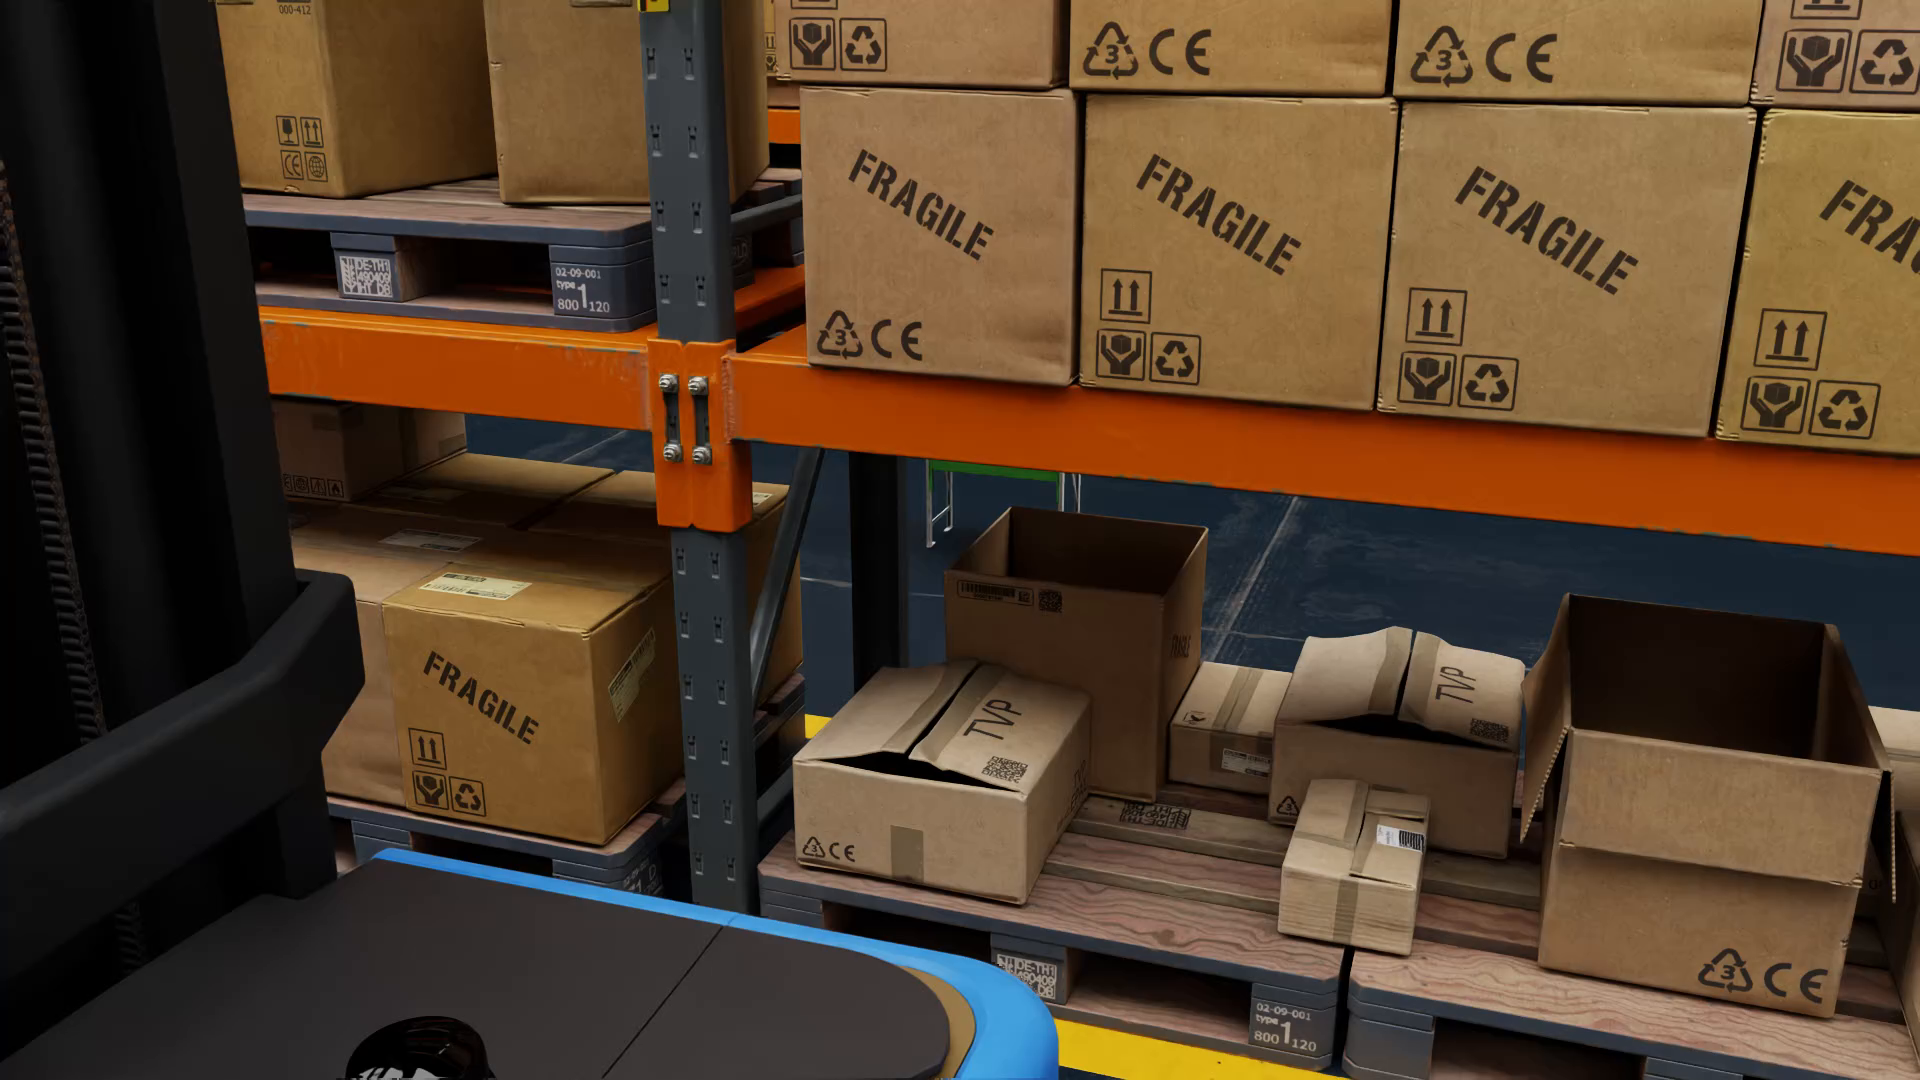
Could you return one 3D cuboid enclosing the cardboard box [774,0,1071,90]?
[{"bbox_3d":[0.001,-1.076,2.934,0.500,0.500,0.500,7,20,19],"label":"cardboard box"}]

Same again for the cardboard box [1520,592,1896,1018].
[{"bbox_3d":[1.425,0.478,3.273,0.637,0.503,0.797,7,20,18],"label":"cardboard box"}]

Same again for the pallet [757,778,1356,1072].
[{"bbox_3d":[0.297,0.697,3.757,1.213,0.211,1.003,7,20,18],"label":"pallet"}]

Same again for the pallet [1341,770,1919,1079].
[{"bbox_3d":[1.453,0.828,3.381,1.213,0.211,1.003,7,20,18],"label":"pallet"}]

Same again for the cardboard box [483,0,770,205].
[{"bbox_3d":[-0.726,-1.061,3.773,0.500,0.500,0.700,0,19,0],"label":"cardboard box"}]

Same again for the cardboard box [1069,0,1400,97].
[{"bbox_3d":[0.489,-1.020,2.774,0.500,0.500,0.500,6,20,16],"label":"cardboard box"}]

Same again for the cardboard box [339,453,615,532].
[{"bbox_3d":[-1.236,0.096,4.373,0.500,0.500,0.500,7,20,19],"label":"cardboard box"}]

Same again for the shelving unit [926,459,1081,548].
[{"bbox_3d":[0.156,-0.549,5.827,0.503,1.200,0.258,7,20,18],"label":"shelving unit"}]

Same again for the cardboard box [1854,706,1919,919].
[{"bbox_3d":[2.062,0.573,3.384,0.500,0.250,0.500,7,20,18],"label":"cardboard box"}]

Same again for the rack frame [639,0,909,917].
[{"bbox_3d":[-0.352,-0.695,3.512,0.127,3.000,1.000,7,20,18],"label":"rack frame"}]

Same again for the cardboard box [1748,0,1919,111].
[{"bbox_3d":[1.462,-0.909,2.455,0.500,0.500,0.500,7,20,20],"label":"cardboard box"}]

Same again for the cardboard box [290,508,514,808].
[{"bbox_3d":[-1.376,0.258,3.909,0.500,0.500,0.500,7,20,18],"label":"cardboard box"}]

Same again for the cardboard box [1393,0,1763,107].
[{"bbox_3d":[0.974,-0.964,2.615,0.500,0.500,0.500,6,20,16],"label":"cardboard box"}]

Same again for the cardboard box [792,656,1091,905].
[{"bbox_3d":[-0.026,0.480,3.559,0.500,0.311,0.500,7,20,18],"label":"cardboard box"}]

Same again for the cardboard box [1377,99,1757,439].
[{"bbox_3d":[0.997,-0.493,2.782,0.500,0.500,0.500,6,20,18],"label":"cardboard box"}]

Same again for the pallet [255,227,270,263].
[{"bbox_3d":[-2.292,-0.827,4.184,1.213,0.211,1.003,7,20,18],"label":"pallet"}]

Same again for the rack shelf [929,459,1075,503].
[{"bbox_3d":[0.156,-0.262,5.927,0.480,0.148,0.258,7,20,18],"label":"rack shelf"}]

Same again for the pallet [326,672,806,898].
[{"bbox_3d":[-1.132,0.546,4.189,1.213,0.211,1.003,7,20,18],"label":"pallet"}]

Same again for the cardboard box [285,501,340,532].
[{"bbox_3d":[-1.850,0.203,4.065,0.500,0.500,0.500,7,20,19],"label":"cardboard box"}]

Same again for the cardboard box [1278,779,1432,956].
[{"bbox_3d":[0.794,0.638,3.324,0.250,0.166,0.380,7,20,18],"label":"cardboard box"}]

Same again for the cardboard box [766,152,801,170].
[{"bbox_3d":[-1.031,-1.634,8.834,0.750,0.750,0.750,6,20,18],"label":"cardboard box"}]

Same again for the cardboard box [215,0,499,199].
[{"bbox_3d":[-1.396,-1.115,3.929,0.500,0.500,0.700,10,22,27],"label":"cardboard box"}]

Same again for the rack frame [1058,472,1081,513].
[{"bbox_3d":[0.387,-0.522,5.752,0.015,1.200,0.240,7,20,18],"label":"rack frame"}]

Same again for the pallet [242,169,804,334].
[{"bbox_3d":[-1.071,-0.724,3.888,1.213,0.211,1.003,7,20,18],"label":"pallet"}]

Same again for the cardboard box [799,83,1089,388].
[{"bbox_3d":[0.040,-0.602,3.094,0.500,0.500,0.500,7,20,19],"label":"cardboard box"}]

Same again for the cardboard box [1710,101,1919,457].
[{"bbox_3d":[1.478,-0.439,2.625,0.500,0.500,0.500,6,20,17],"label":"cardboard box"}]

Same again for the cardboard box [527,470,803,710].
[{"bbox_3d":[-0.729,0.150,4.218,0.500,0.500,0.500,6,20,16],"label":"cardboard box"}]

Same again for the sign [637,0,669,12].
[{"bbox_3d":[-0.530,-1.068,2.825,0.005,0.325,0.100,7,20,18],"label":"sign"}]

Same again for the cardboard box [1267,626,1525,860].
[{"bbox_3d":[0.988,0.422,3.726,0.500,0.311,0.500,7,20,18],"label":"cardboard box"}]

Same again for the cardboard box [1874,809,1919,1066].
[{"bbox_3d":[1.945,0.734,2.922,0.500,0.250,0.500,7,20,18],"label":"cardboard box"}]

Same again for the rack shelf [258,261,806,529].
[{"bbox_3d":[-2.241,-0.571,4.250,4.000,0.370,1.077,7,20,18],"label":"rack shelf"}]

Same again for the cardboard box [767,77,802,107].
[{"bbox_3d":[-0.820,-2.288,8.435,0.250,0.149,0.380,7,20,18],"label":"cardboard box"}]

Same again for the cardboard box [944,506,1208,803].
[{"bbox_3d":[0.280,0.251,3.927,0.500,0.500,0.500,7,20,18],"label":"cardboard box"}]

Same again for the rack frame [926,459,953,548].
[{"bbox_3d":[-0.074,-0.575,5.903,0.015,1.200,0.240,7,20,18],"label":"rack frame"}]

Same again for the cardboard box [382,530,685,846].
[{"bbox_3d":[-0.912,0.314,3.748,0.500,0.500,0.500,6,20,18],"label":"cardboard box"}]

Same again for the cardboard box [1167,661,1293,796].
[{"bbox_3d":[0.654,0.439,3.922,0.250,0.149,0.380,7,20,18],"label":"cardboard box"}]

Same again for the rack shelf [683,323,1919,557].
[{"bbox_3d":[1.538,-0.139,3.010,4.000,0.370,1.077,7,20,18],"label":"rack shelf"}]

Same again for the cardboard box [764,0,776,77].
[{"bbox_3d":[-0.679,-2.565,8.244,0.500,0.500,0.500,7,20,20],"label":"cardboard box"}]

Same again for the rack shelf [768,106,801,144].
[{"bbox_3d":[-0.619,-2.112,8.670,4.000,0.370,1.077,7,20,18],"label":"rack shelf"}]

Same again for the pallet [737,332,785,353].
[{"bbox_3d":[-0.639,-1.110,8.939,1.213,0.211,1.003,7,20,18],"label":"pallet"}]

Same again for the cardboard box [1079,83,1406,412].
[{"bbox_3d":[0.525,-0.548,2.939,0.500,0.500,0.500,7,20,19],"label":"cardboard box"}]

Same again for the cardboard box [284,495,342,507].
[{"bbox_3d":[-1.706,0.039,4.535,0.500,0.500,0.500,7,20,19],"label":"cardboard box"}]

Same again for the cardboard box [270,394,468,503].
[{"bbox_3d":[-1.673,-0.312,4.405,0.500,0.250,0.500,7,20,18],"label":"cardboard box"}]
